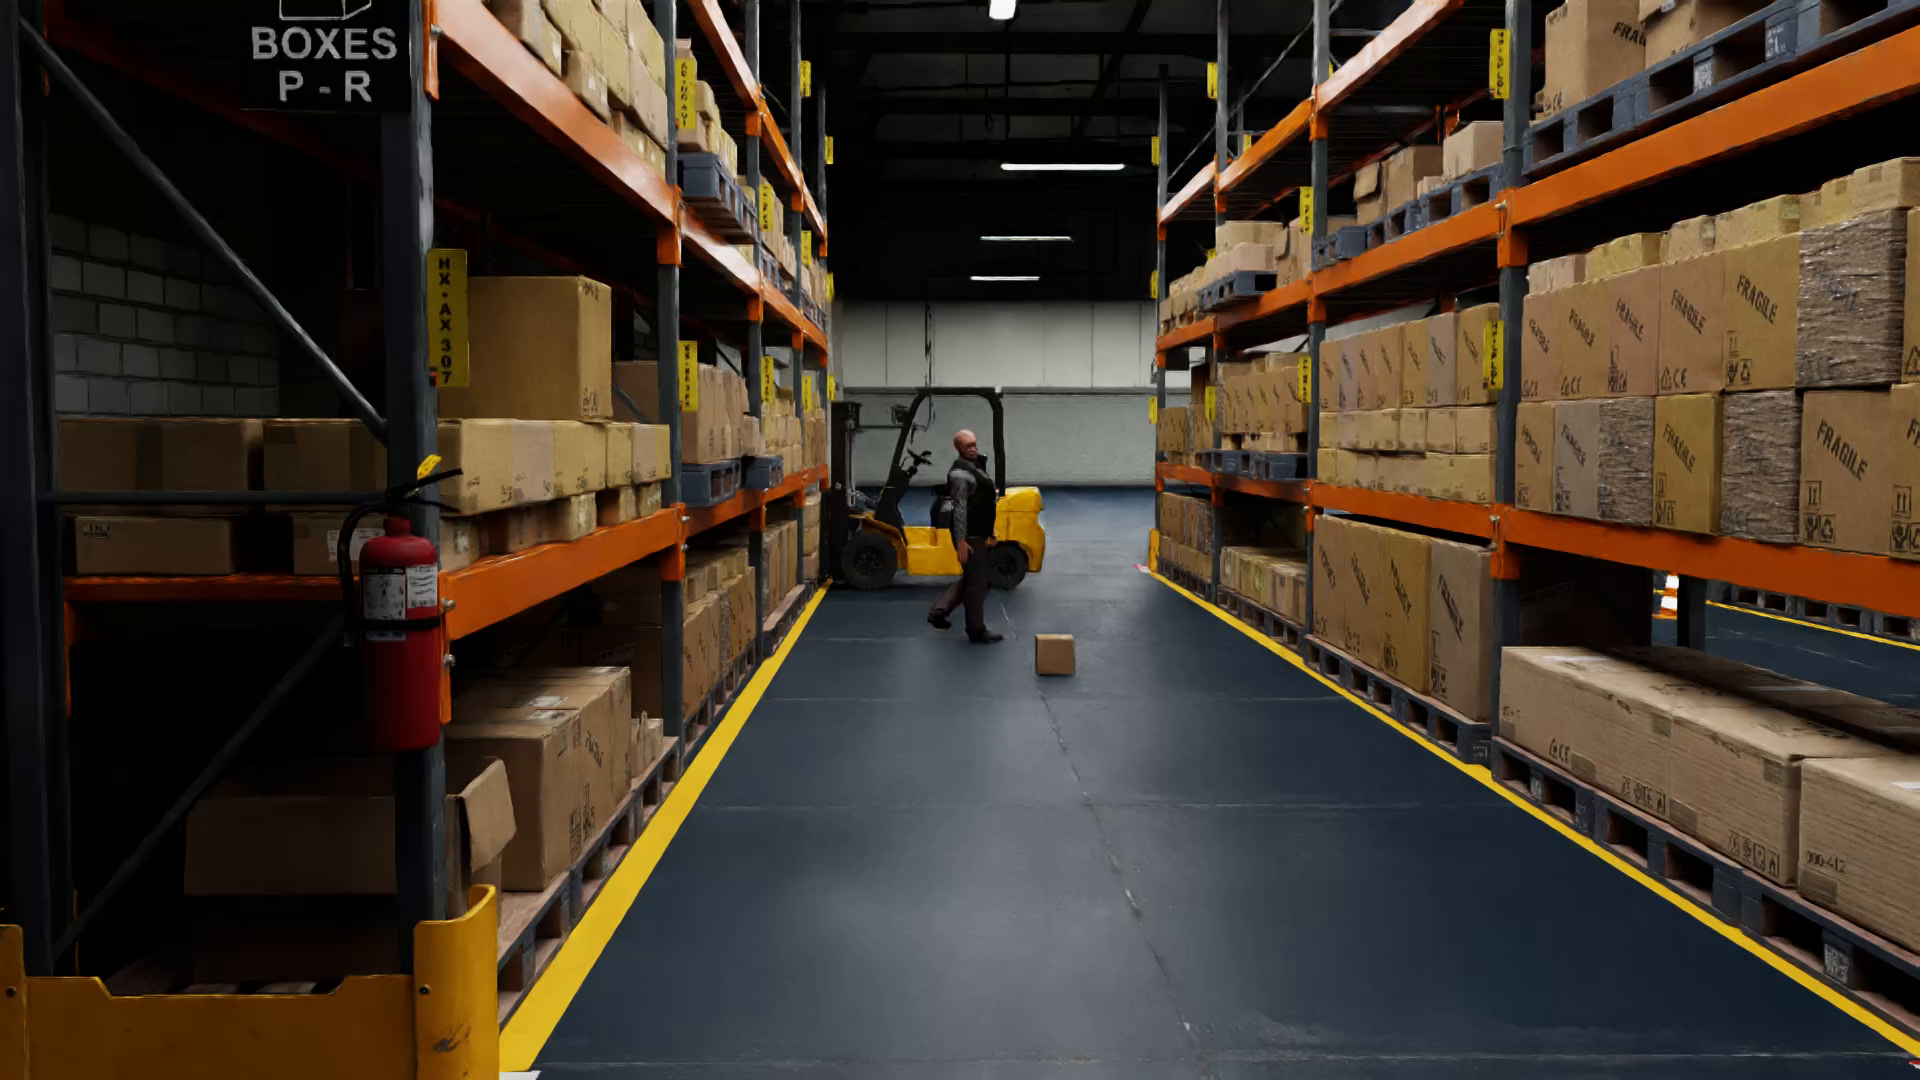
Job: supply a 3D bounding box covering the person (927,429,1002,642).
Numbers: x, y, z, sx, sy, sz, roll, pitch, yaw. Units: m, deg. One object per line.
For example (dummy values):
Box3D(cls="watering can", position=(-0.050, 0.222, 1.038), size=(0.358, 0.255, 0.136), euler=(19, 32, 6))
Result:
Box3D(cls="person", position=(0.033, -0.027, 13.099), size=(0.604, 1.689, 0.607), euler=(0, 4, 3))
